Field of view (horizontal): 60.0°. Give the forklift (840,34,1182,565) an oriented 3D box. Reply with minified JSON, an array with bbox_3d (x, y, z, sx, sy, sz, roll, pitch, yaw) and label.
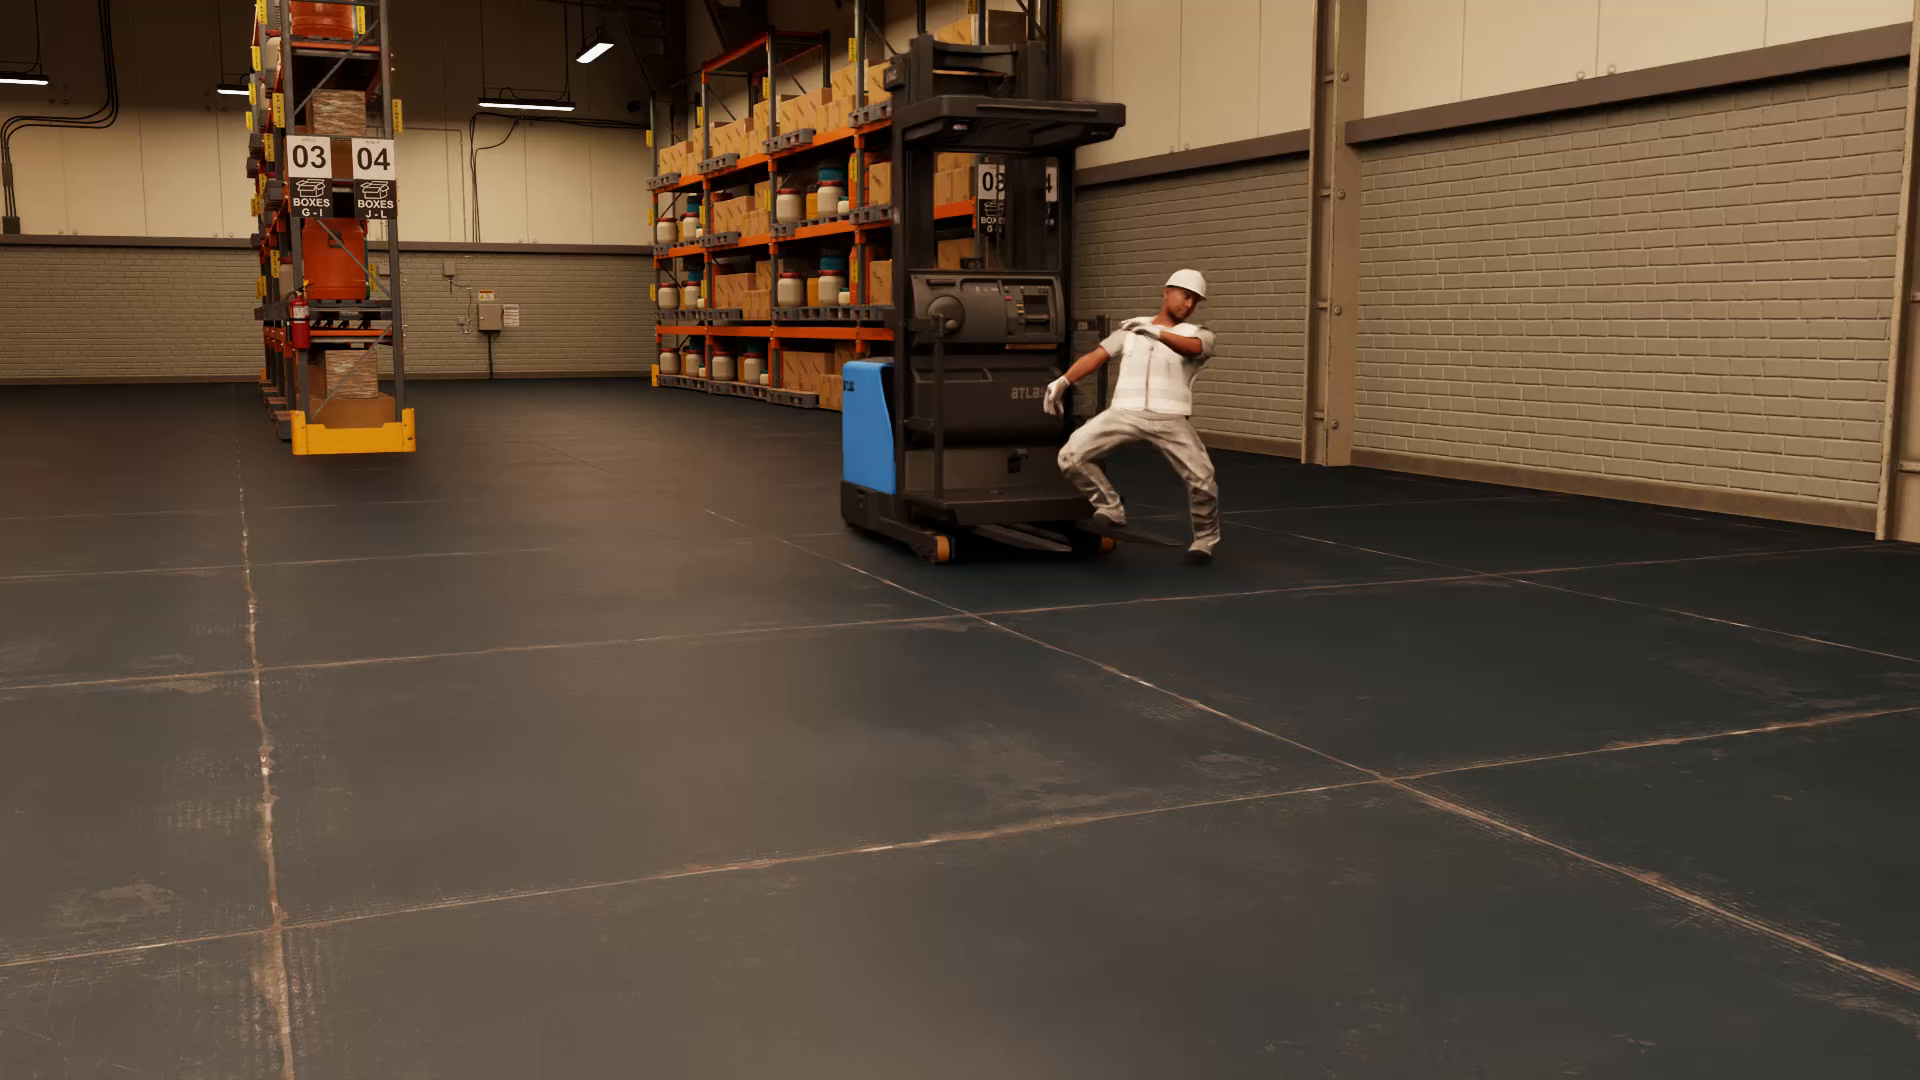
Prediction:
[{"bbox_3d":[0.244,-1.379,9.396,1.130,2.935,3.031,-3,8,-21],"label":"forklift"}]

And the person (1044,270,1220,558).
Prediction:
[{"bbox_3d":[0.916,-0.657,8.880,0.938,1.563,0.840,2,8,11],"label":"person"}]
